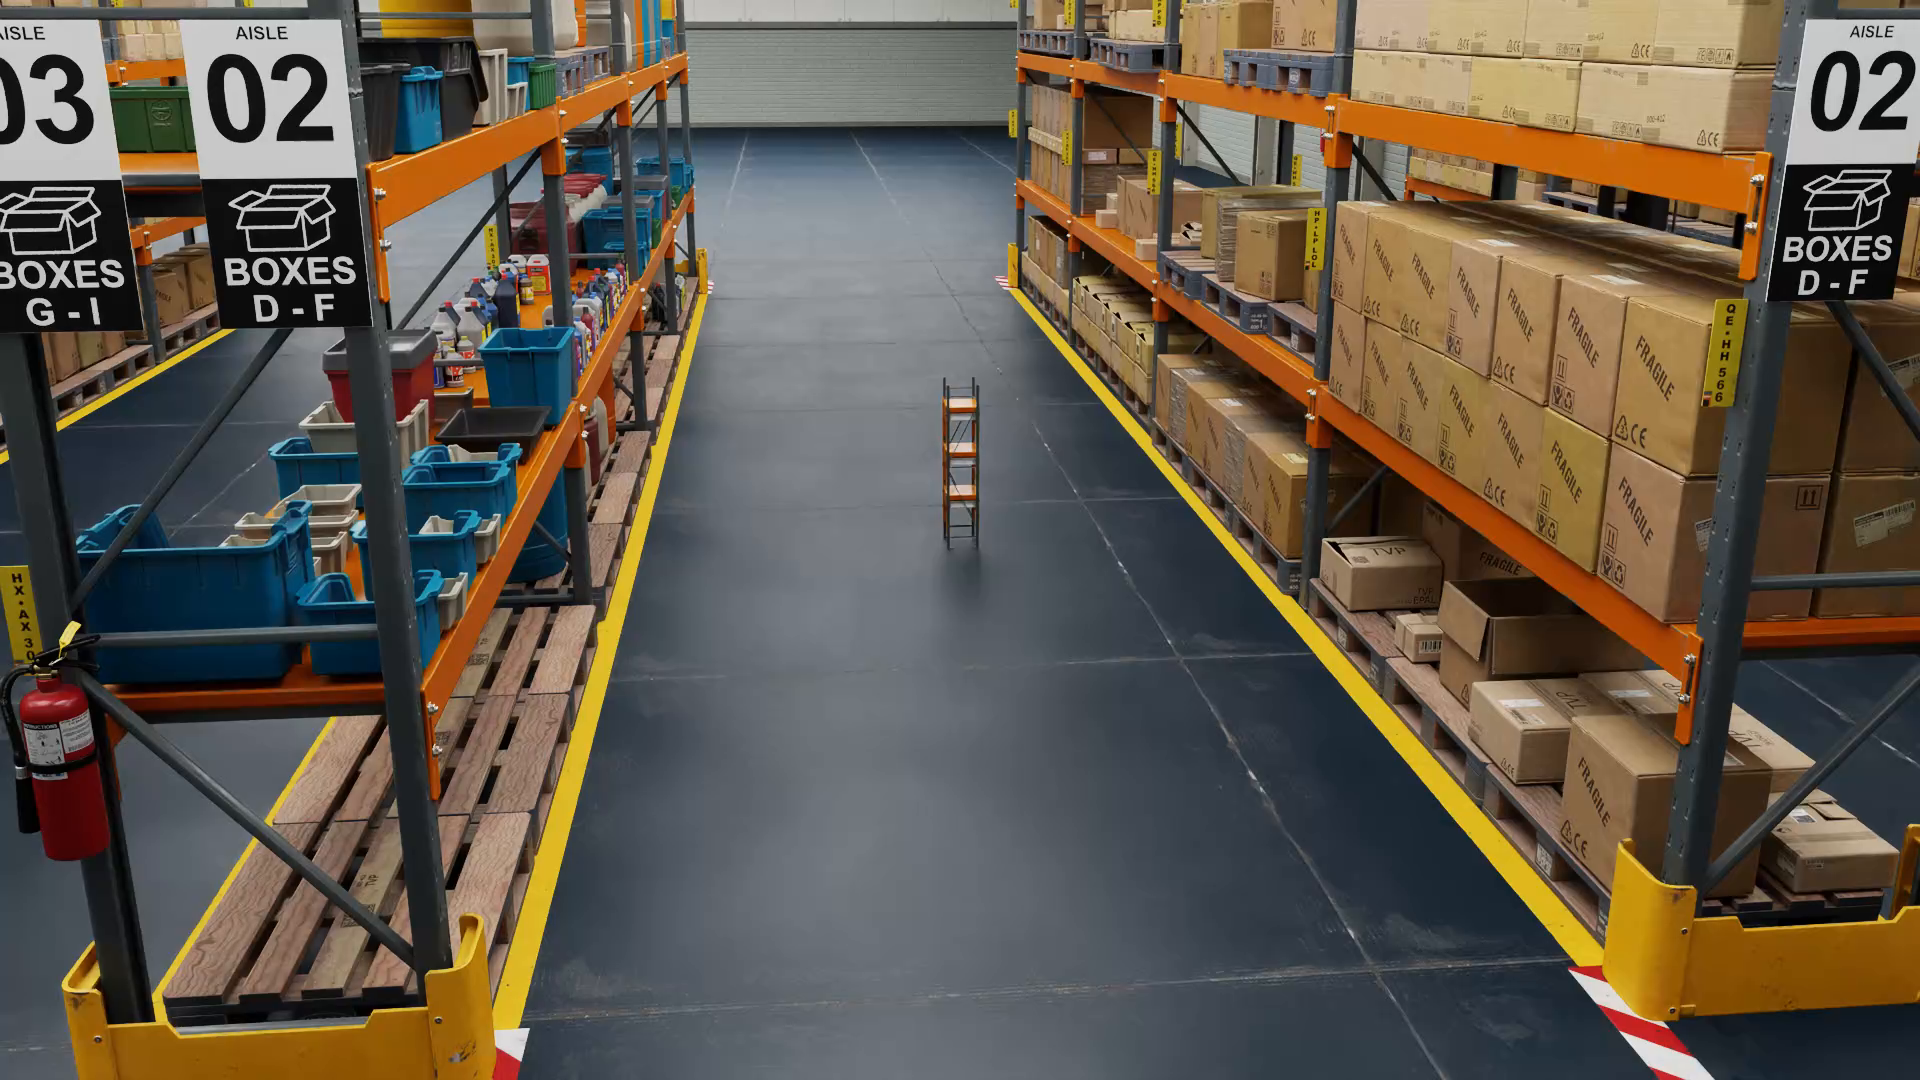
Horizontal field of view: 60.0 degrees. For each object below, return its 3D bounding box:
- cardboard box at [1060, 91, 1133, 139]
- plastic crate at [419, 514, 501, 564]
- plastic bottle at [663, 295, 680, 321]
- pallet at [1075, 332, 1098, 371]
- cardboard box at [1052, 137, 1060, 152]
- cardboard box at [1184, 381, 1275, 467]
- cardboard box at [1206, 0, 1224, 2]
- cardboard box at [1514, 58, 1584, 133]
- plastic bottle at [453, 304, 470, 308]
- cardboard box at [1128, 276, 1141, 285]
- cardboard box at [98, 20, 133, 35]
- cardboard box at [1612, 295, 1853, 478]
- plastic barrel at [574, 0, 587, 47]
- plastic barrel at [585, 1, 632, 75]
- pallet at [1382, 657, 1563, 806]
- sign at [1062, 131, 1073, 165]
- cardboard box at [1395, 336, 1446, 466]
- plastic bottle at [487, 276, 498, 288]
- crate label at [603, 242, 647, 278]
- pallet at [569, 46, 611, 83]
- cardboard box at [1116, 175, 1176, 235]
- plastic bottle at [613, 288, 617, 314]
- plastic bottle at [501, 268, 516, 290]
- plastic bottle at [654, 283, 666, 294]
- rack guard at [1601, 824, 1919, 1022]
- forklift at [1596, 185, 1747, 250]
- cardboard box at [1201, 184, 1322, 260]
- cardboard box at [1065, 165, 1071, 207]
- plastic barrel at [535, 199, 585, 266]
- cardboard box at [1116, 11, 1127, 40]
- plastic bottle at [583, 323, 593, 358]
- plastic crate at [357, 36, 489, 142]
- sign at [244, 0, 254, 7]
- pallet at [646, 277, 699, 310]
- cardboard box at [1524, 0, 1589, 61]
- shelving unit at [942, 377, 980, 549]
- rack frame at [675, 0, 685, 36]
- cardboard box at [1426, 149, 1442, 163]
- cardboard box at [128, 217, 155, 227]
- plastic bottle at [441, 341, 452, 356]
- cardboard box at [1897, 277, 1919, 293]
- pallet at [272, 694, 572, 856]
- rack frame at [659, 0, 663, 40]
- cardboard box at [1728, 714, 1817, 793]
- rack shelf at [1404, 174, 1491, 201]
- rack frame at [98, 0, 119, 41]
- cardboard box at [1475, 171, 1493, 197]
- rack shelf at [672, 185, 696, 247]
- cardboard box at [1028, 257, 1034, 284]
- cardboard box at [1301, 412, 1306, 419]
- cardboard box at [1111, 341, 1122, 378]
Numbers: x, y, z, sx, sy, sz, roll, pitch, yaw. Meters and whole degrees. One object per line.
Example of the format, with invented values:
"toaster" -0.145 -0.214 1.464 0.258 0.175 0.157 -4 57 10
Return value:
"cardboard box" 1.455 -4.541 17.801 0.700 0.500 0.500 -2 18 -6
"plastic crate" -1.797 -0.002 6.017 0.250 0.136 0.298 -2 18 -6
"plastic bottle" -2.973 -2.405 17.143 0.152 0.276 0.135 -1 17 -4
"pallet" 1.727 -1.894 16.358 1.003 0.211 1.213 -2 18 -6
"cardboard box" 1.211 -4.332 18.217 0.380 0.149 0.250 -1 17 -4
"cardboard box" 1.893 -0.818 11.715 0.500 0.500 0.500 -2 18 -6
"cardboard box" 2.063 -4.077 11.811 0.500 0.500 0.500 -2 18 -6
"cardboard box" 2.429 -1.670 6.231 0.500 0.250 0.500 -2 18 -6
"plastic bottle" -2.956 -1.255 9.873 0.152 0.276 0.135 -2 18 -6
"cardboard box" 1.939 -2.487 16.544 0.500 0.311 0.500 -2 18 -6
"cardboard box" -7.969 -4.794 15.516 0.380 0.149 0.250 -2 18 -7
"cardboard box" 2.530 -0.516 5.478 0.500 0.500 0.500 -2 18 -6
"plastic barrel" -2.847 -3.766 11.240 0.600 0.830 0.708 -2 18 -6
"plastic barrel" -2.630 -3.686 12.214 0.421 0.512 0.421 0 17 0
"pallet" 2.636 0.840 7.649 1.003 0.211 1.213 -2 18 -6
"sign" 1.060 -3.876 16.438 0.100 0.325 0.005 -2 18 -6
"cardboard box" 2.324 -0.645 7.557 0.500 0.500 0.500 -2 18 -6
"plastic bottle" -3.110 -1.617 11.035 0.097 0.271 0.097 0 17 0
"crate label" -2.574 -2.156 12.817 0.303 0.233 0.416 -2 18 -6
"pallet" -2.921 -3.209 11.199 1.003 0.211 1.213 -2 18 -6
"cardboard box" 1.729 -3.104 15.390 0.500 0.500 0.500 -1 17 -2
"plastic bottle" -2.359 -1.619 11.159 0.097 0.201 0.097 0 17 0
"plastic bottle" -3.087 -1.727 11.386 0.097 0.271 0.097 0 17 0
"plastic bottle" -3.194 -2.625 17.845 0.152 0.276 0.135 -2 18 -6
"rack guard" 2.842 1.302 5.694 1.175 0.500 0.348 -2 18 -6
"forklift" 4.592 -1.626 10.963 1.130 2.935 3.031 0 17 -1
"cardboard box" 2.201 -2.315 12.175 0.700 0.500 0.500 -8 19 -24
"cardboard box" 1.499 -3.779 17.541 0.700 0.500 0.500 -2 18 -6
"plastic barrel" -3.221 -2.452 13.294 0.421 0.512 0.421 0 17 0
"cardboard box" 1.725 -4.655 15.039 0.500 0.250 0.500 -3 18 -11
"plastic bottle" -2.202 -1.165 9.711 0.097 0.201 0.097 0 17 0
"plastic crate" -1.962 -1.581 5.800 0.504 0.338 0.767 -2 18 -6
"sign" -8.100 -6.194 18.914 0.100 0.325 0.005 -2 18 -6
"pallet" -3.595 -2.889 19.526 1.003 0.211 1.213 -2 18 -6
"cardboard box" 2.443 -1.909 6.157 0.500 0.250 0.500 -2 18 -6
"shelving unit" 0.005 -0.485 10.469 0.215 1.050 0.252 -2 18 -6
"rack frame" -3.728 -7.345 19.049 1.000 3.000 0.127 -2 18 -6
"cardboard box" 5.917 -4.785 19.877 0.500 0.500 0.500 -2 18 -5
"cardboard box" -7.965 -3.091 15.935 0.380 0.149 0.250 -2 18 -6
"plastic bottle" -2.845 -0.995 9.171 0.097 0.201 0.097 0 17 0
"cardboard box" 6.915 -1.807 11.811 0.380 0.149 0.250 -2 17 -5
"pallet" -2.247 1.005 7.123 1.003 0.211 1.213 -2 18 -6
"rack frame" -3.316 -6.153 15.253 1.000 3.000 0.127 -2 18 -6
"cardboard box" 3.024 0.915 6.612 0.500 0.250 0.500 -2 18 -6
"rack shelf" 6.332 -3.850 19.132 1.077 0.370 4.000 -2 18 -6
"rack frame" -8.242 -6.000 14.765 1.000 3.000 0.127 -2 18 -6
"cardboard box" 6.078 -3.965 18.515 0.500 0.250 0.500 -2 18 -6
"rack shelf" -3.522 -3.544 18.157 1.077 0.370 4.000 -2 18 -6
"cardboard box" 1.089 -3.208 19.775 0.500 0.250 0.500 -2 18 -6
"cardboard box" 2.519 -0.536 10.815 0.500 0.500 0.500 -2 17 -5
"cardboard box" 1.622 -1.592 14.630 0.500 0.250 0.500 -1 17 -4
